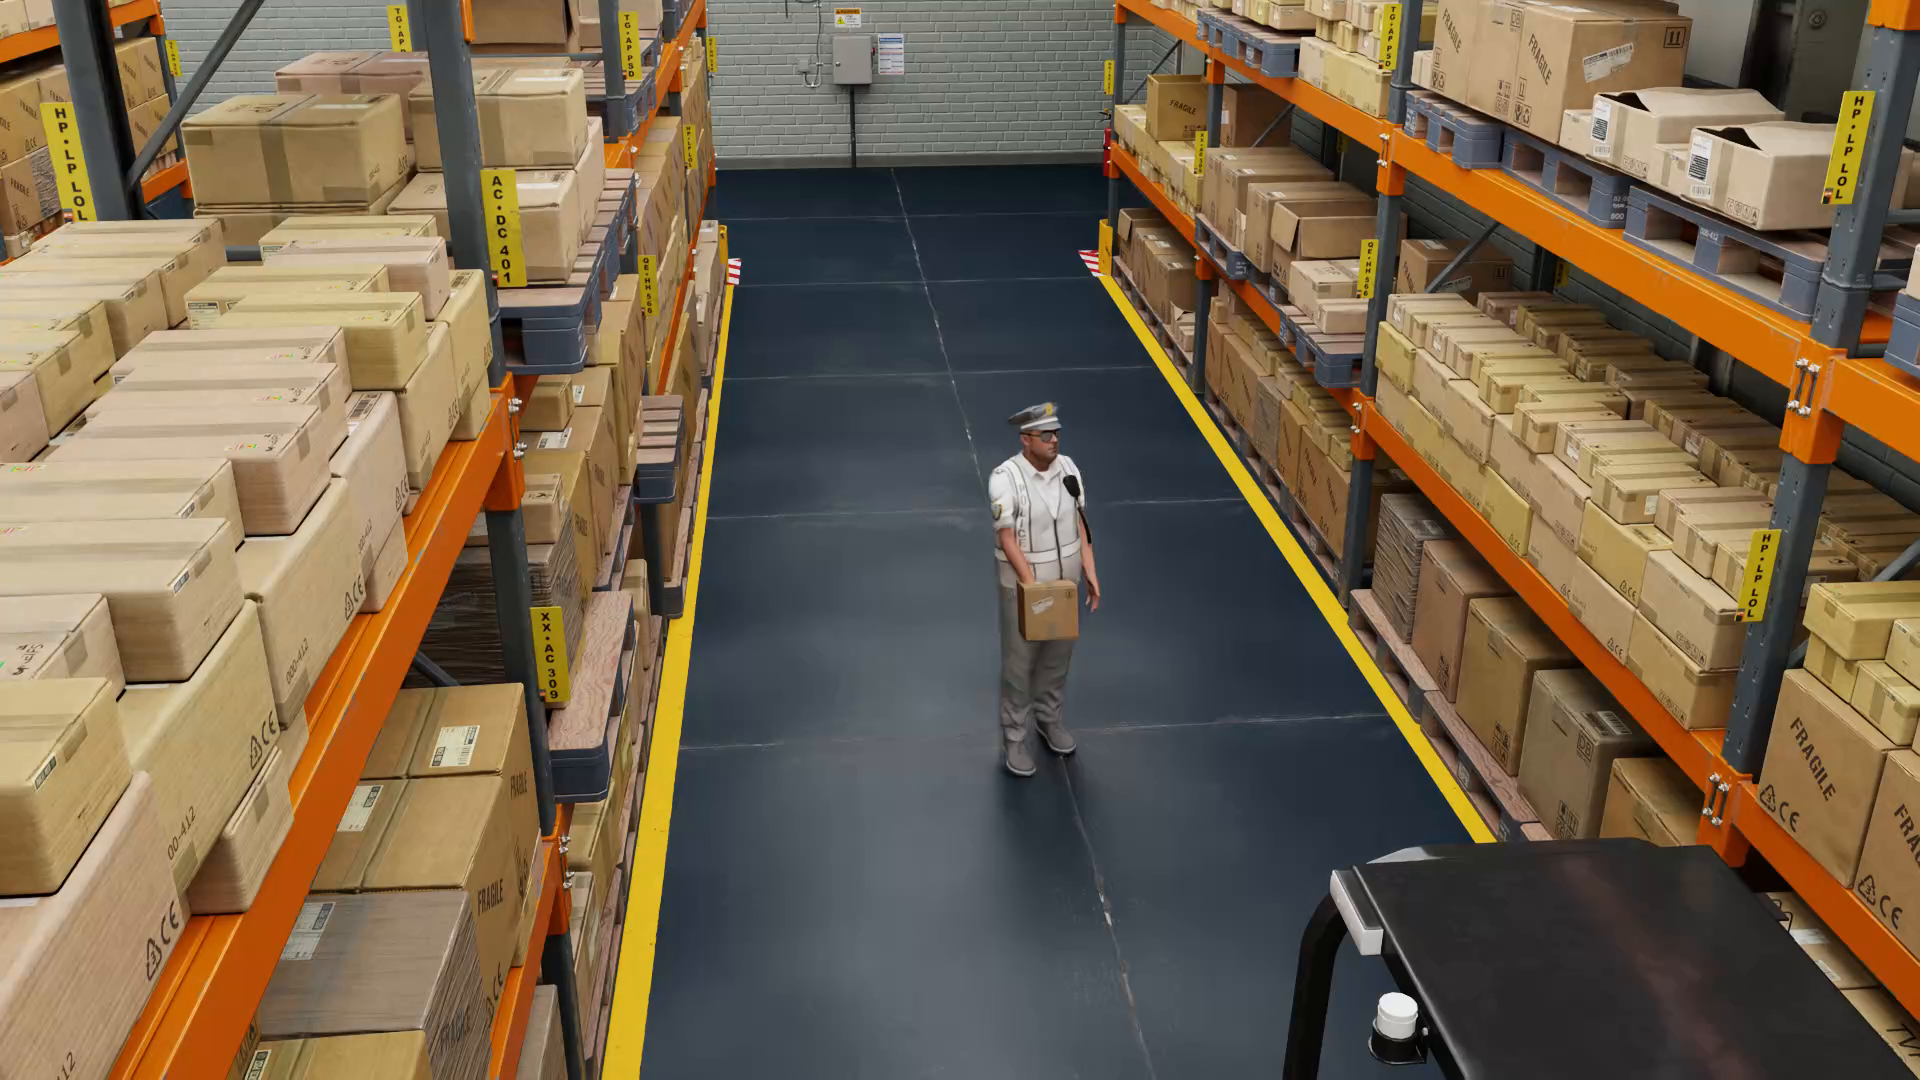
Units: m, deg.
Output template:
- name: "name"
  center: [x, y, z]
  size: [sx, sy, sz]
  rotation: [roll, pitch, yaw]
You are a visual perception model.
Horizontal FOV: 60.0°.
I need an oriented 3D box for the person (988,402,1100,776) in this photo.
- name: "person"
  center: [0.397, 0.209, 8.061]
  size: [0.572, 1.789, 0.518]
  rotation: [-15, 28, -31]
